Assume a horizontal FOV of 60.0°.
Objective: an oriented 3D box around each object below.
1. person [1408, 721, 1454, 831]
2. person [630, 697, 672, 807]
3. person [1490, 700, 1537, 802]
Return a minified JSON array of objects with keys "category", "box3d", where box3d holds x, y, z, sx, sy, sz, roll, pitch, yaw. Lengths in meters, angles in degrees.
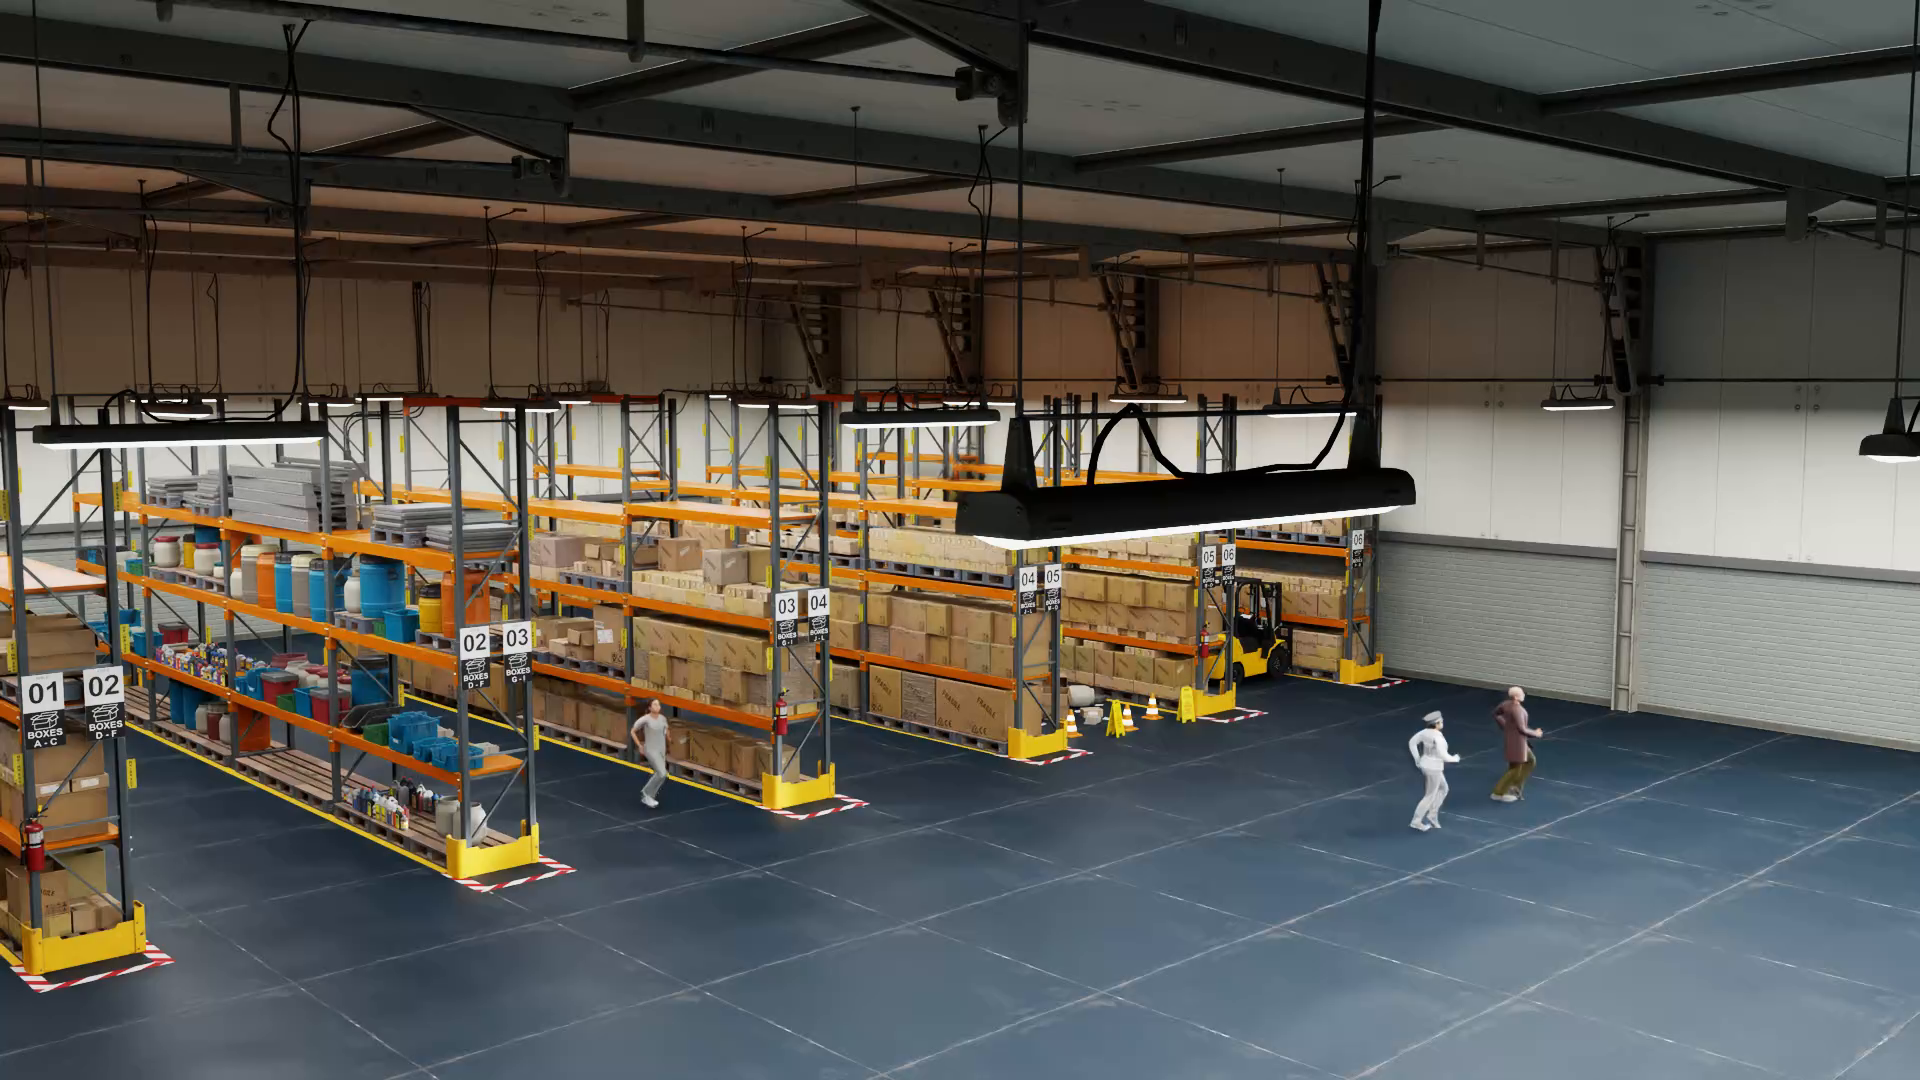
[{"category":"person","box3d":[6.604,3.263,23.310,0.622,1.681,0.618,-1,6,-8]},{"category":"person","box3d":[-4.482,3.132,24.520,0.609,1.635,0.546,4,7,35]},{"category":"person","box3d":[8.296,3.164,24.917,0.667,1.566,0.719,0,6,3]}]
